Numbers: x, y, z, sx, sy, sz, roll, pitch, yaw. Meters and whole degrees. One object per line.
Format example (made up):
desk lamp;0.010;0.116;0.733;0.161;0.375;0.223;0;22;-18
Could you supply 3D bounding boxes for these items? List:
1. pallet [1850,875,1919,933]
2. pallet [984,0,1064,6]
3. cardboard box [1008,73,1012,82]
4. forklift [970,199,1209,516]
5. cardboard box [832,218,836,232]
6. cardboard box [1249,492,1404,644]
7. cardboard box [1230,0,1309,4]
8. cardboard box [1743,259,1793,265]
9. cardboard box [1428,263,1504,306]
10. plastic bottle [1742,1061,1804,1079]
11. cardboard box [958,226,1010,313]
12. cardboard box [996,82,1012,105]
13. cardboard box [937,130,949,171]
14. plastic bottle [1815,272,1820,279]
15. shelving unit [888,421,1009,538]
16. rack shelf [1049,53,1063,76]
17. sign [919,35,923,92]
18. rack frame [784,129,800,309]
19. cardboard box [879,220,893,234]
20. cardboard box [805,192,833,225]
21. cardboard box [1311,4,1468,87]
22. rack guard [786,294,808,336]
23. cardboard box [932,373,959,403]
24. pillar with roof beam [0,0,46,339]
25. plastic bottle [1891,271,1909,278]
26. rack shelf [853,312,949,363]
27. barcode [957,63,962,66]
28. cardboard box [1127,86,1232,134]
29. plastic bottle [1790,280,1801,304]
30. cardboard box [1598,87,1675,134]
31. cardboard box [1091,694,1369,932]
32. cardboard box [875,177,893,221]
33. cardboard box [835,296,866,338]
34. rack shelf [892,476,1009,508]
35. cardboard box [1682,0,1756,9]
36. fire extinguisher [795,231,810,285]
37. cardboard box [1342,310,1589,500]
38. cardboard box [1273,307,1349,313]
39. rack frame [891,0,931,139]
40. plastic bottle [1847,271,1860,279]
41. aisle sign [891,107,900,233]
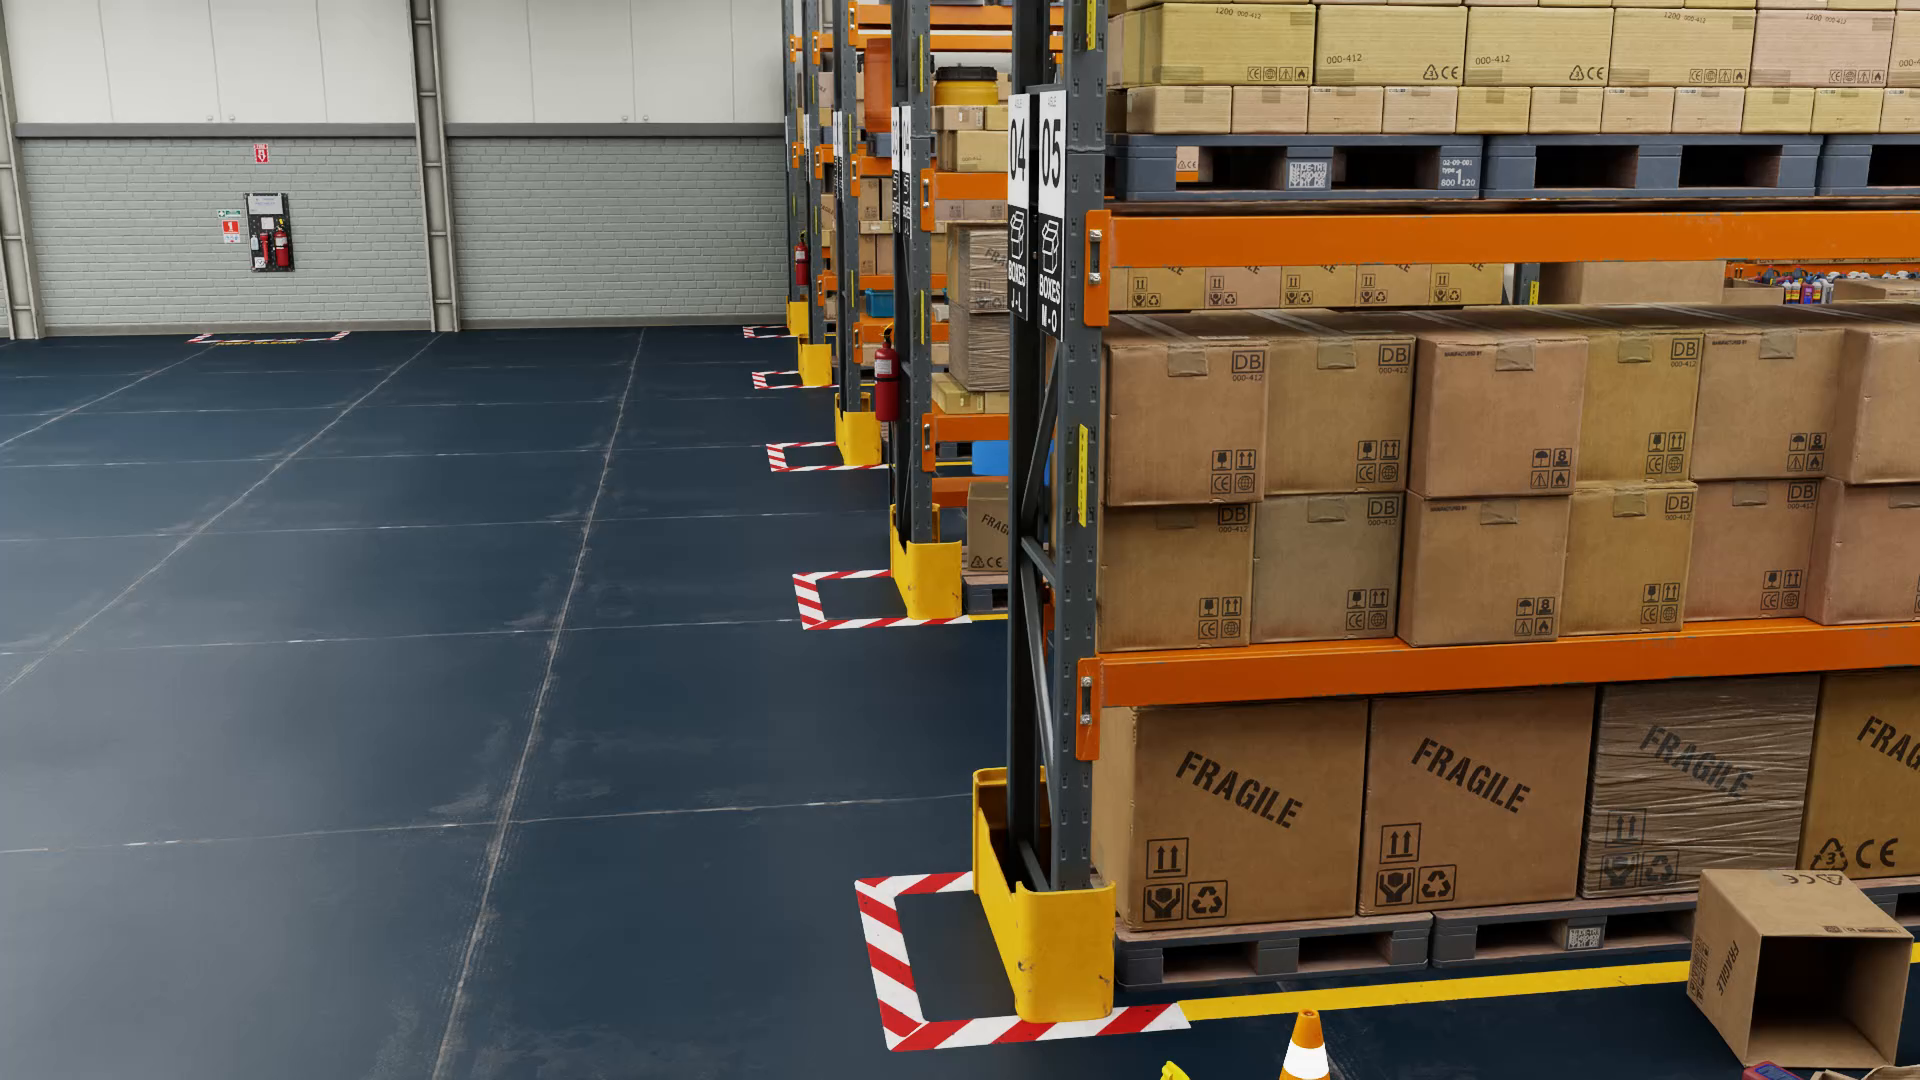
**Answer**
pallet;3.518;1.330;6.986;1.213;0.211;1.003;-2;14;-8
pallet;0.884;-4.963;15.221;1.213;0.211;1.003;-2;14;-8
cardboard box;0.973;-6.718;24.873;0.500;0.500;0.500;-3;14;-13
forklift;1.400;-1.876;14.178;1.130;2.935;3.031;11;18;38
cardboard box;-1.436;-3.889;20.525;0.250;0.149;0.380;-2;14;-9
cardboard box;1.227;-0.009;6.283;0.550;0.550;0.875;-2;14;-8
cardboard box;0.951;-1.803;5.388;0.250;0.149;0.380;-2;14;-8
cardboard box;10.625;-3.903;21.912;0.500;0.500;0.500;-2;14;-7
cardboard box;3.238;-1.824;10.955;0.500;0.500;0.500;-2;14;-8
plastic bottle;2.713;1.801;5.414;0.133;0.061;0.283;-8;16;-28
cardboard box;0.271;-1.716;10.524;0.500;0.500;0.500;-2;14;-8
cardboard box;0.523;-5.359;20.393;0.637;0.503;0.797;-1;14;-2
cardboard box;0.126;-2.544;10.843;0.500;0.250;0.500;-2;14;-7
plastic bottle;9.037;-2.683;17.517;0.097;0.271;0.097;0;14;0
shelving unit;0.007;-0.546;12.586;1.048;1.125;0.538;-2;14;-8
rack shelf;3.406;-7.242;25.402;4.000;0.370;1.077;-2;14;-8
sign;-0.232;-2.832;9.884;0.005;0.325;0.100;-2;14;-8
rack frame;-2.527;-4.658;25.129;0.127;3.000;1.000;-2;14;-8
cardboard box;-0.858;-3.811;20.213;0.250;0.149;0.380;-2;14;-8
cardboard box;-2.093;-5.027;25.325;0.500;0.500;0.500;-2;14;-9
cardboard box;1.343;-1.640;5.556;0.500;0.250;0.500;-2;14;-9
rack guard;-2.452;-3.448;25.444;0.348;0.500;1.175;-2;14;-8
cardboard box;-0.062;-1.022;11.146;0.250;0.149;0.380;-2;14;-8
pillar with roof beam;-13.188;-6.331;19.467;0.400;9.000;9.100;-2;14;-8
plastic bottle;9.939;-2.711;17.621;0.135;0.276;0.152;-2;14;-8
rack shelf;0.927;-1.998;16.003;4.000;0.370;1.077;-2;14;-8
barcode;-0.010;-7.232;25.322;0.075;0.075;0.001;-2;14;-8
cardboard box;0.713;-1.407;5.448;0.250;0.149;0.380;-2;14;-8
plastic bottle;8.368;-2.471;16.675;0.097;0.271;0.097;0;14;0
cardboard box;2.212;-1.463;5.668;0.250;0.149;0.380;-2;14;-8
cardboard box;0.987;0.900;6.473;0.875;0.875;0.875;-2;14;-8
cardboard box;-0.750;-4.180;20.352;0.500;0.500;0.700;-2;14;-10
cardboard box;-1.299;-2.791;20.933;0.500;0.500;0.500;-2;14;-8
rack shelf;0.007;-0.309;12.645;1.000;0.278;0.538;-2;14;-8
cardboard box;2.465;-1.859;5.609;0.250;0.149;0.380;-2;14;-8
fire extinguisher;-1.971;-3.536;20.816;0.183;0.674;0.296;-2;14;-8
cardboard box;1.803;-0.517;6.089;0.550;0.550;0.875;-2;14;-8
cardboard box;2.209;-1.368;11.193;0.500;0.500;0.875;-2;14;-8
rack frame;-0.313;-3.993;10.146;0.127;3.000;1.000;-2;14;-8
plastic bottle;9.385;-2.691;17.540;0.135;0.276;0.152;-2;14;-8
aisle sign;-0.419;-2.414;10.838;0.004;0.787;0.394;-2;14;-8
